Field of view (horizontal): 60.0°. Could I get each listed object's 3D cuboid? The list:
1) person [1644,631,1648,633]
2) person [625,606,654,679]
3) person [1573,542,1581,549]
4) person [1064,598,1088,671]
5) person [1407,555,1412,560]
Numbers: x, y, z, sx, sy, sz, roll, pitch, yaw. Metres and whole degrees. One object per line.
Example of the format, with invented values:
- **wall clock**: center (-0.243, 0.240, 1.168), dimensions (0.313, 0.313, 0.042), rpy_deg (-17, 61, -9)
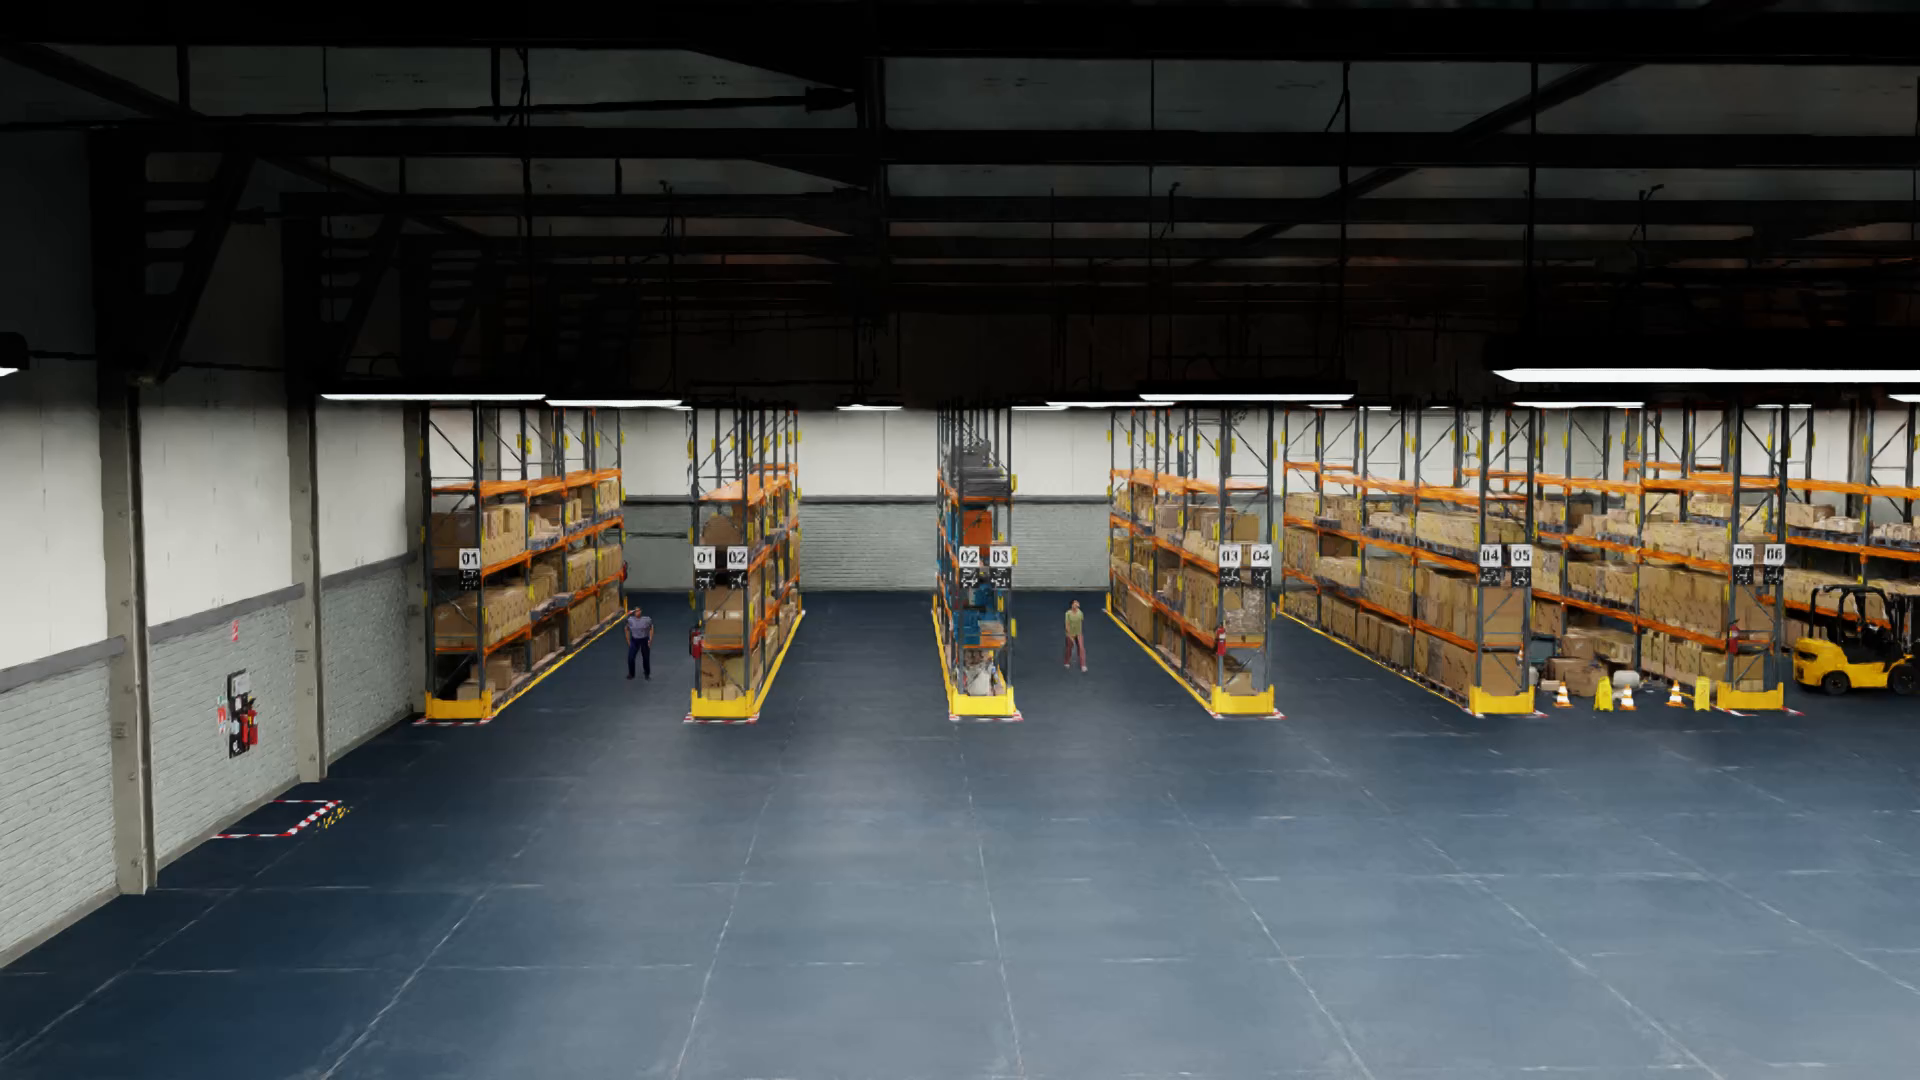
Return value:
- **person**: center (17.825, 1.628, 42.548), dimensions (0.536, 1.590, 0.534), rpy_deg (2, 5, 21)
- **person**: center (-6.861, 2.187, 35.583), dimensions (0.625, 1.596, 0.510), rpy_deg (0, 4, -3)
- **person**: center (19.362, 0.877, 51.969), dimensions (0.441, 1.650, 0.612), rpy_deg (-3, 5, -35)
- **person**: center (2.515, 2.073, 36.699), dimensions (0.446, 1.604, 1.018), rpy_deg (-1, 4, -11)
- **person**: center (12.461, 1.269, 45.965), dimensions (0.575, 1.783, 0.679), rpy_deg (1, 5, 12)
